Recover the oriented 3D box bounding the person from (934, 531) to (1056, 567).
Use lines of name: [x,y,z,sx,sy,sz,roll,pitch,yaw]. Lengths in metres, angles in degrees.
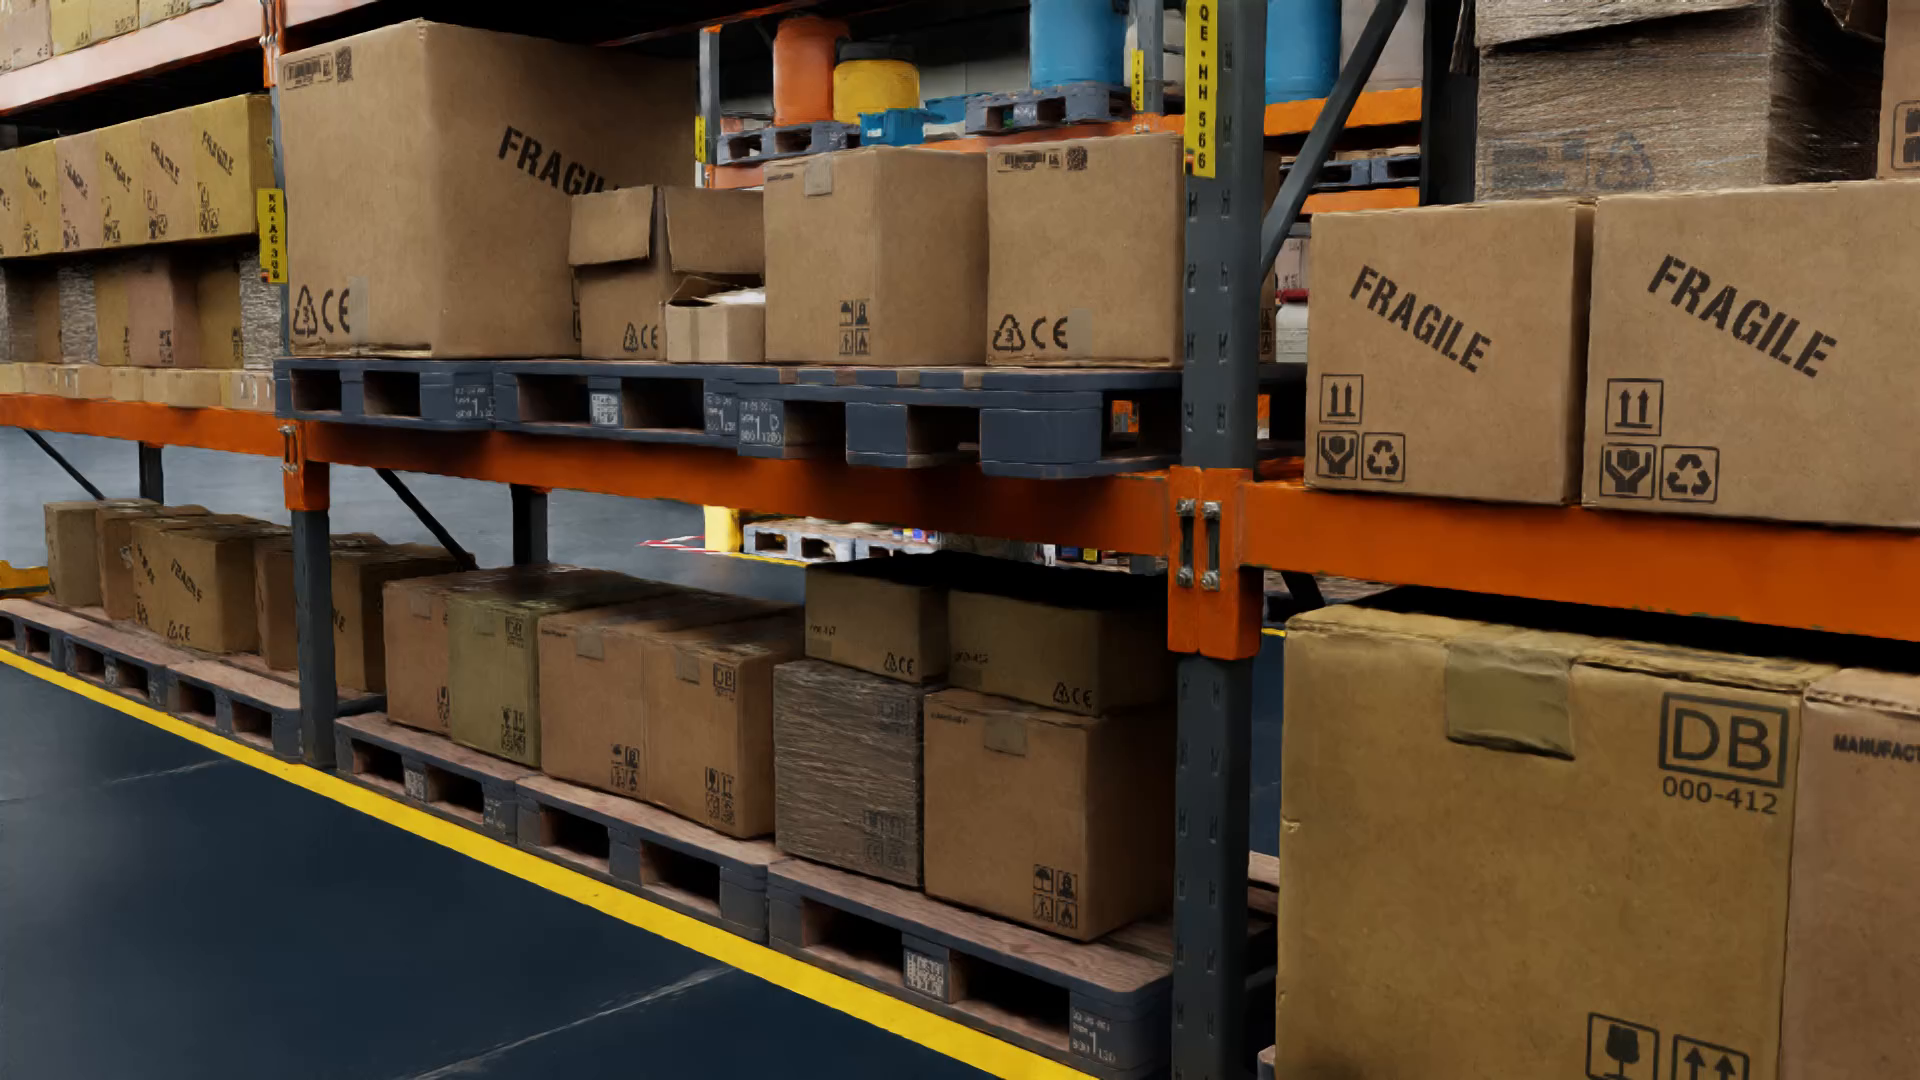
person: [0.077,-0.056,6.245,0.625,1.758,0.570,4,8,33]
